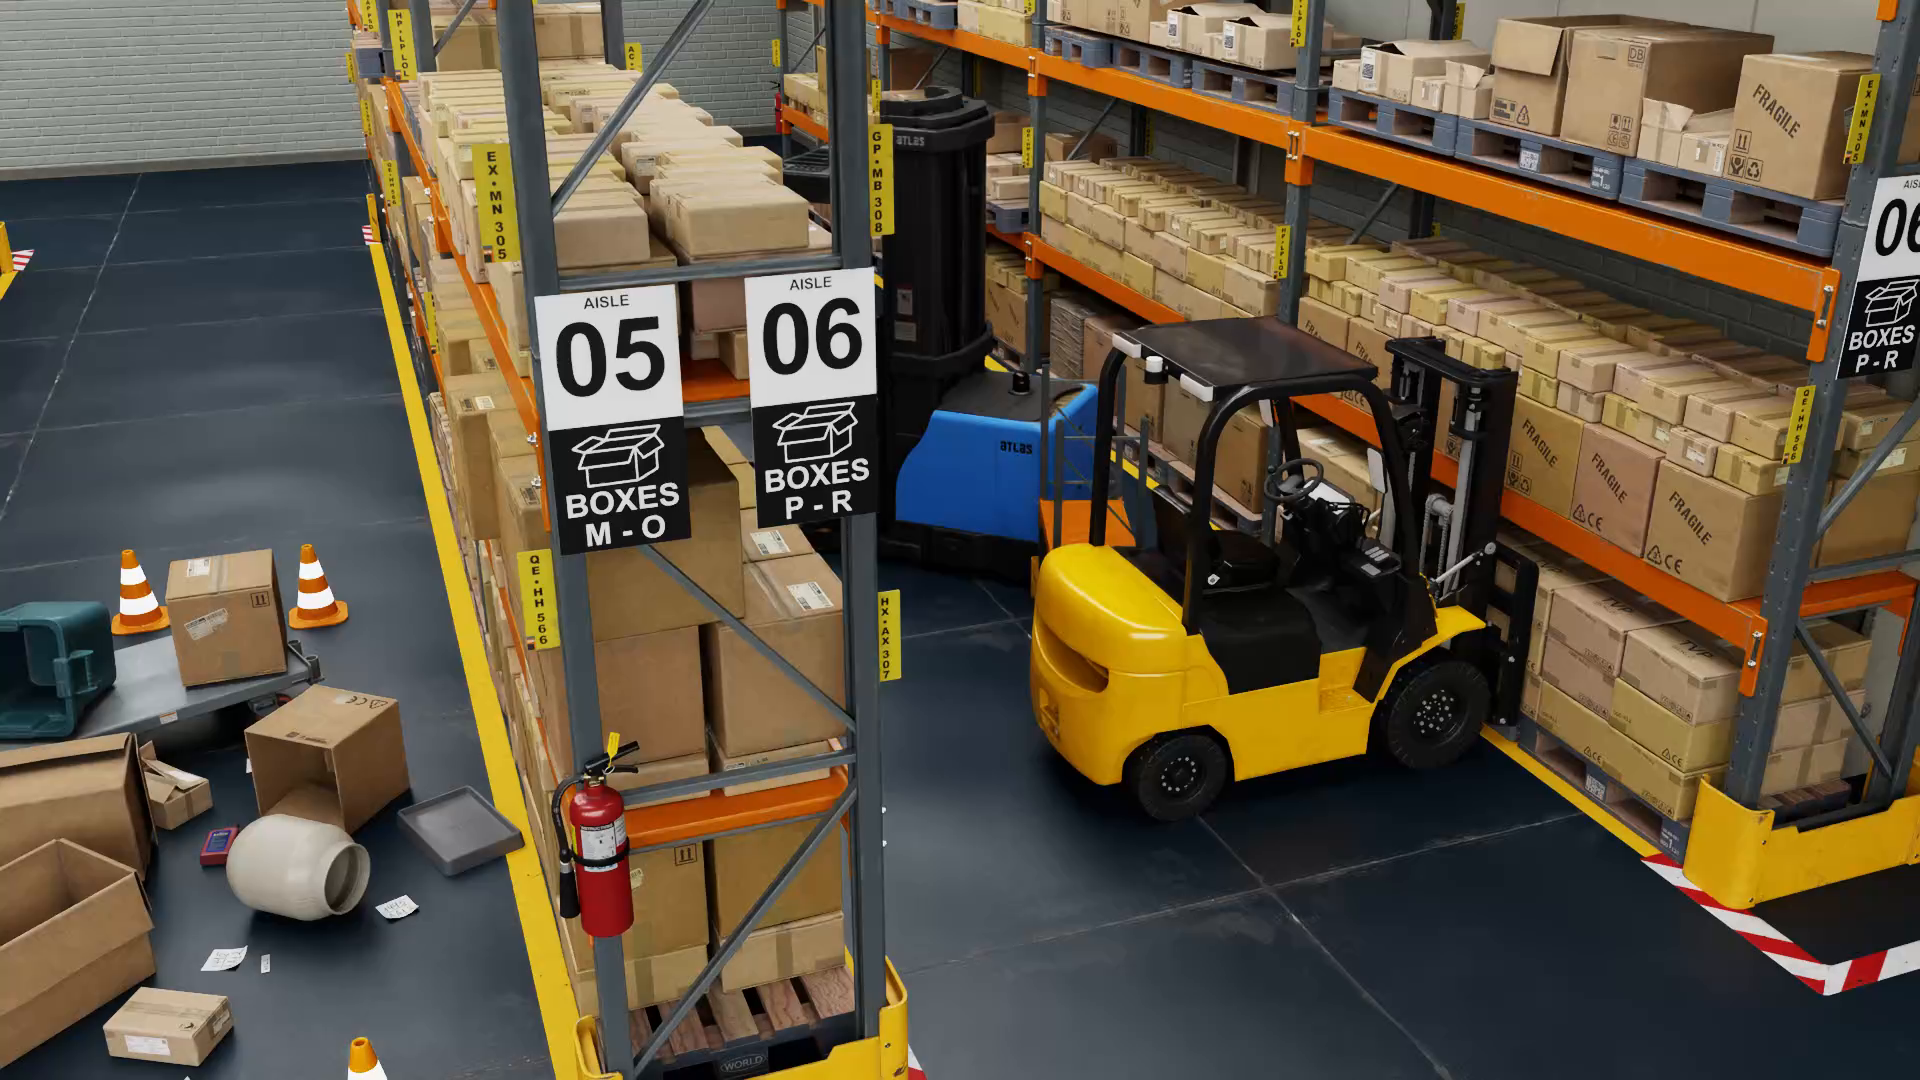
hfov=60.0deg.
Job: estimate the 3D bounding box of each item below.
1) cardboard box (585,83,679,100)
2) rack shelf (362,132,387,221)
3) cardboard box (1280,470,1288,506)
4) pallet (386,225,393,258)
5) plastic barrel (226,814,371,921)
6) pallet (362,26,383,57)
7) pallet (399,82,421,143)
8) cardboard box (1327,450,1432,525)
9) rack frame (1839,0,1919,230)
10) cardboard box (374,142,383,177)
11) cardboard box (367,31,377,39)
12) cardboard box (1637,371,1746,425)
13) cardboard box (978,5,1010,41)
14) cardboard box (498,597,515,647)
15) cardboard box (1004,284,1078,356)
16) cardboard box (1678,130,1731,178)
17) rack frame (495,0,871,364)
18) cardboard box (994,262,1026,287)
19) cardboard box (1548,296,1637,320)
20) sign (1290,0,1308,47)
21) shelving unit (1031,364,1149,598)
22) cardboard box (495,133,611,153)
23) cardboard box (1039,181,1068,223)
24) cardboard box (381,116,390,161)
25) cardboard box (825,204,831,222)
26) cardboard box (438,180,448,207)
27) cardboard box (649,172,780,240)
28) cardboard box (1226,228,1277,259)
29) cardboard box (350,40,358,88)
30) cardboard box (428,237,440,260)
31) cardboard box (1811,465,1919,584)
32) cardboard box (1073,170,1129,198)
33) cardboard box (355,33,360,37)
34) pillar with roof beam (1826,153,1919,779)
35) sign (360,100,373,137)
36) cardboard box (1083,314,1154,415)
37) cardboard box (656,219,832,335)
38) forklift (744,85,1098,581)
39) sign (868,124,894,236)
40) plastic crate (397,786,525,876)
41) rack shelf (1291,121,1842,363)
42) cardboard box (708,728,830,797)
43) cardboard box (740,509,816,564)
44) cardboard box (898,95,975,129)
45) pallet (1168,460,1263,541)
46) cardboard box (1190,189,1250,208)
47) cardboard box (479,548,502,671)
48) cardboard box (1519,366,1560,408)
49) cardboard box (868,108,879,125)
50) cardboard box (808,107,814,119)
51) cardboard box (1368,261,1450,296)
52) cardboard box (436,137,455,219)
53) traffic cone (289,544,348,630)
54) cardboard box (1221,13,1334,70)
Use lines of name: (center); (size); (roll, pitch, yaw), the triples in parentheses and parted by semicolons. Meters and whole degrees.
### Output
cardboard box: (-1.464, -1.941, 7.429); (0.380, 0.149, 0.250); (-8, 24, -17)
rack shelf: (-5.699, -3.962, 17.714); (1.077, 0.370, 4.000); (-8, 24, -19)
cardboard box: (2.358, -0.281, 10.410); (0.500, 0.250, 0.500); (-8, 24, -19)
pallet: (-6.050, -3.455, 19.176); (1.003, 0.211, 1.213); (-8, 24, -19)
plastic barrel: (-2.899, 1.438, 7.293); (0.512, 0.421, 0.421); (8, 24, 18)
pallet: (-4.254, -4.041, 13.357); (1.003, 0.211, 1.213); (-7, 24, -17)
pallet: (-2.654, -2.571, 9.867); (1.213, 0.211, 1.003); (-8, 24, -19)
cardboard box: (2.525, -0.323, 9.867); (0.500, 0.250, 0.500); (-8, 24, -19)
rack frame: (3.889, -2.653, 5.959); (1.000, 3.000, 0.127); (-8, 24, -19)
cardboard box: (-5.101, -3.529, 15.311); (0.500, 0.250, 0.500); (-9, 24, -21)
cardboard box: (-4.107, -4.069, 12.510); (0.700, 0.500, 0.500); (-10, 25, -22)
cardboard box: (3.332, -0.649, 7.580); (0.380, 0.149, 0.250); (-8, 24, -18)
cardboard box: (0.476, -4.444, 14.264); (0.500, 0.250, 0.500); (-8, 24, -19)
cardboard box: (-1.941, 0.358, 7.737); (0.380, 0.149, 0.250); (-7, 24, -16)
cardboard box: (0.713, -1.961, 14.719); (0.500, 0.500, 0.500); (-8, 24, -17)
cardboard box: (3.312, -1.654, 7.105); (0.380, 0.149, 0.250); (-9, 24, -21)
rack frame: (-0.753, -1.971, 4.340); (1.000, 3.000, 0.127); (-8, 24, -19)
cardboard box: (0.526, -2.376, 14.867); (0.380, 0.149, 0.250); (-10, 25, -22)
cardboard box: (3.354, -1.184, 8.849); (0.380, 0.149, 0.250); (-8, 24, -17)
sign: (1.972, -3.030, 9.643); (0.100, 0.325, 0.005); (-8, 24, -19)
shelving unit: (0.751, -0.154, 9.684); (0.587, 1.500, 1.083); (-1, 23, -1)
cardboard box: (-1.500, -1.400, 6.143); (0.380, 0.149, 0.250); (-9, 24, -21)
cardboard box: (0.968, -2.759, 13.482); (0.500, 0.250, 0.500); (-8, 24, -19)
cardboard box: (-4.365, -3.139, 13.418); (0.500, 0.500, 0.500); (-8, 24, -19)
cardboard box: (-1.277, -3.987, 19.525); (0.500, 0.500, 0.500); (-8, 24, -18)
cardboard box: (-2.248, -1.676, 7.826); (0.380, 0.149, 0.250); (-8, 24, -19)
cardboard box: (-0.792, -1.087, 5.401); (0.380, 0.149, 0.250); (-8, 24, -19)
cardboard box: (2.002, -1.968, 11.094); (0.380, 0.149, 0.250); (-8, 24, -19)
cardboard box: (-6.502, -5.313, 18.578); (0.500, 0.500, 0.500); (-9, 24, -20)
cardboard box: (-2.897, -1.541, 9.992); (0.500, 0.500, 0.500); (-7, 24, -17)
cardboard box: (3.974, -0.153, 7.622); (0.500, 0.500, 0.500); (-8, 24, -17)
cardboard box: (1.110, -2.798, 13.062); (0.380, 0.149, 0.250); (-8, 24, -18)
cardboard box: (-6.285, -5.370, 17.877); (0.380, 0.149, 0.250); (-9, 25, -21)
pillar with roof beam: (0.459, -2.439, 5.451); (9.100, 9.000, 0.400); (-8, 24, -19)
sign: (-5.511, -3.925, 15.484); (0.100, 0.325, 0.005); (-8, 24, -19)
cardboard box: (1.509, -1.430, 13.297); (0.875, 0.625, 0.625); (-8, 24, -17)
cardboard box: (-0.681, -0.876, 5.414); (0.500, 0.250, 0.500); (-9, 24, -20)
forklift: (-0.641, -1.448, 10.912); (3.031, 2.935, 1.130); (9, 25, 21)
sign: (-0.246, -1.066, 4.929); (0.100, 0.325, 0.005); (-8, 24, -19)
plastic crate: (-2.379, 1.369, 7.900); (0.402, 0.080, 0.583); (-18, 29, -37)
rack shelf: (3.183, -1.666, 8.405); (1.077, 0.370, 4.000); (-8, 24, -19)
cardboard box: (-0.679, 0.758, 5.914); (0.380, 0.149, 0.250); (-8, 24, -19)
cardboard box: (-0.847, 0.213, 6.372); (0.500, 0.500, 0.500); (-8, 24, -17)
cardboard box: (-0.205, -4.094, 16.432); (0.700, 0.500, 0.500); (-8, 24, -18)
pallet: (2.179, -0.320, 11.736); (1.003, 0.211, 1.213); (-8, 24, -19)
cardboard box: (1.928, -2.495, 12.343); (0.380, 0.149, 0.250); (-8, 24, -17)
cardboard box: (-2.210, 0.320, 8.664); (0.500, 0.500, 0.500); (-7, 24, -16)
cardboard box: (3.029, -0.784, 8.284); (0.380, 0.149, 0.250); (-8, 24, -19)
cardboard box: (-0.758, -4.468, 17.800); (0.500, 0.250, 0.500); (-8, 24, -18)
cardboard box: (-1.613, -5.152, 19.936); (0.380, 0.149, 0.250); (-8, 24, -17)
cardboard box: (2.587, -1.494, 9.585); (0.380, 0.149, 0.250); (-9, 24, -20)
cardboard box: (-1.911, -1.543, 6.996); (0.500, 0.250, 0.500); (-8, 24, -19)
traffic cone: (-3.914, 0.251, 10.059); (0.336, 0.463, 0.334); (-8, 24, -19)
cardboard box: (1.992, -3.152, 10.451); (0.500, 0.311, 0.500); (-9, 25, -21)
